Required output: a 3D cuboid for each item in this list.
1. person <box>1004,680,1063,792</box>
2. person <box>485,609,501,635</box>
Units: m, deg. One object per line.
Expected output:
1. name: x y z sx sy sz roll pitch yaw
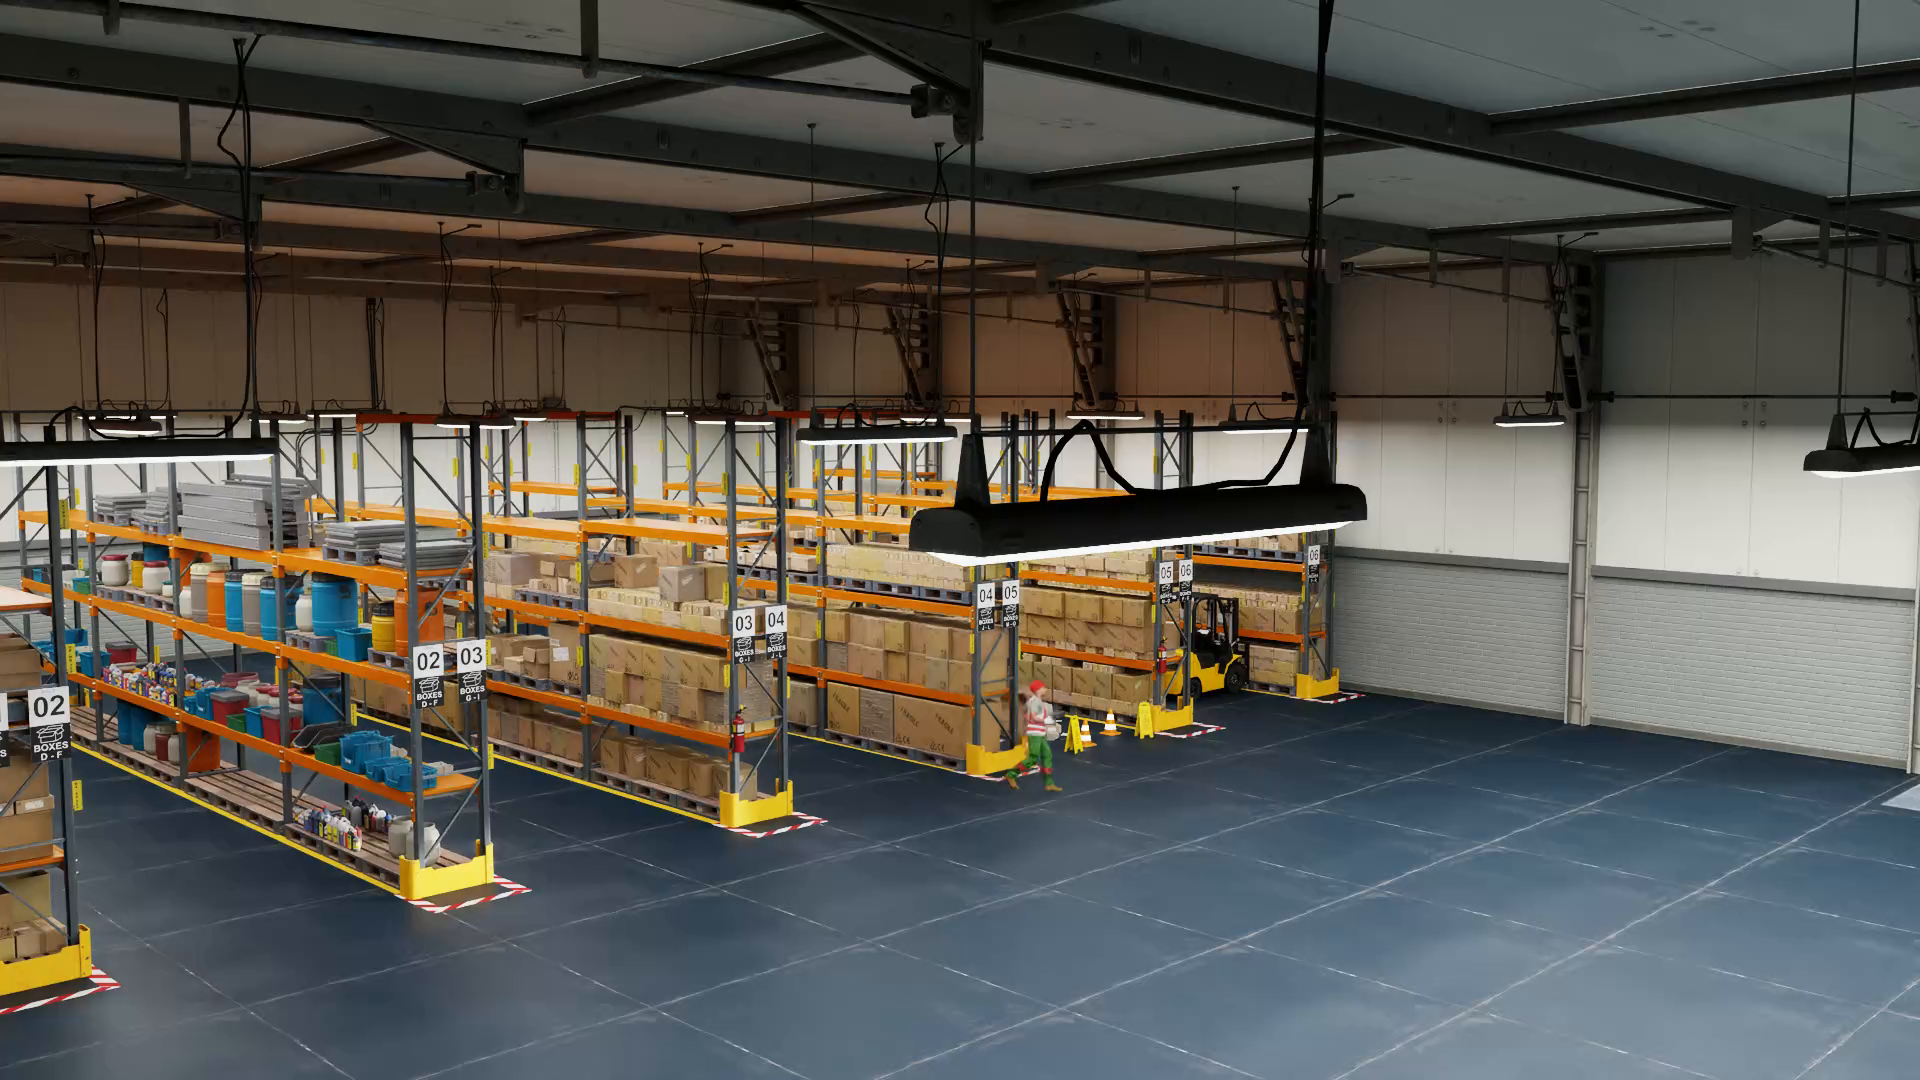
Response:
1. person: 1.172 3.134 26.734 0.944 1.755 0.688 0 5 -2
2. person: -10.373 2.339 36.646 0.628 1.672 0.747 -4 7 -41
